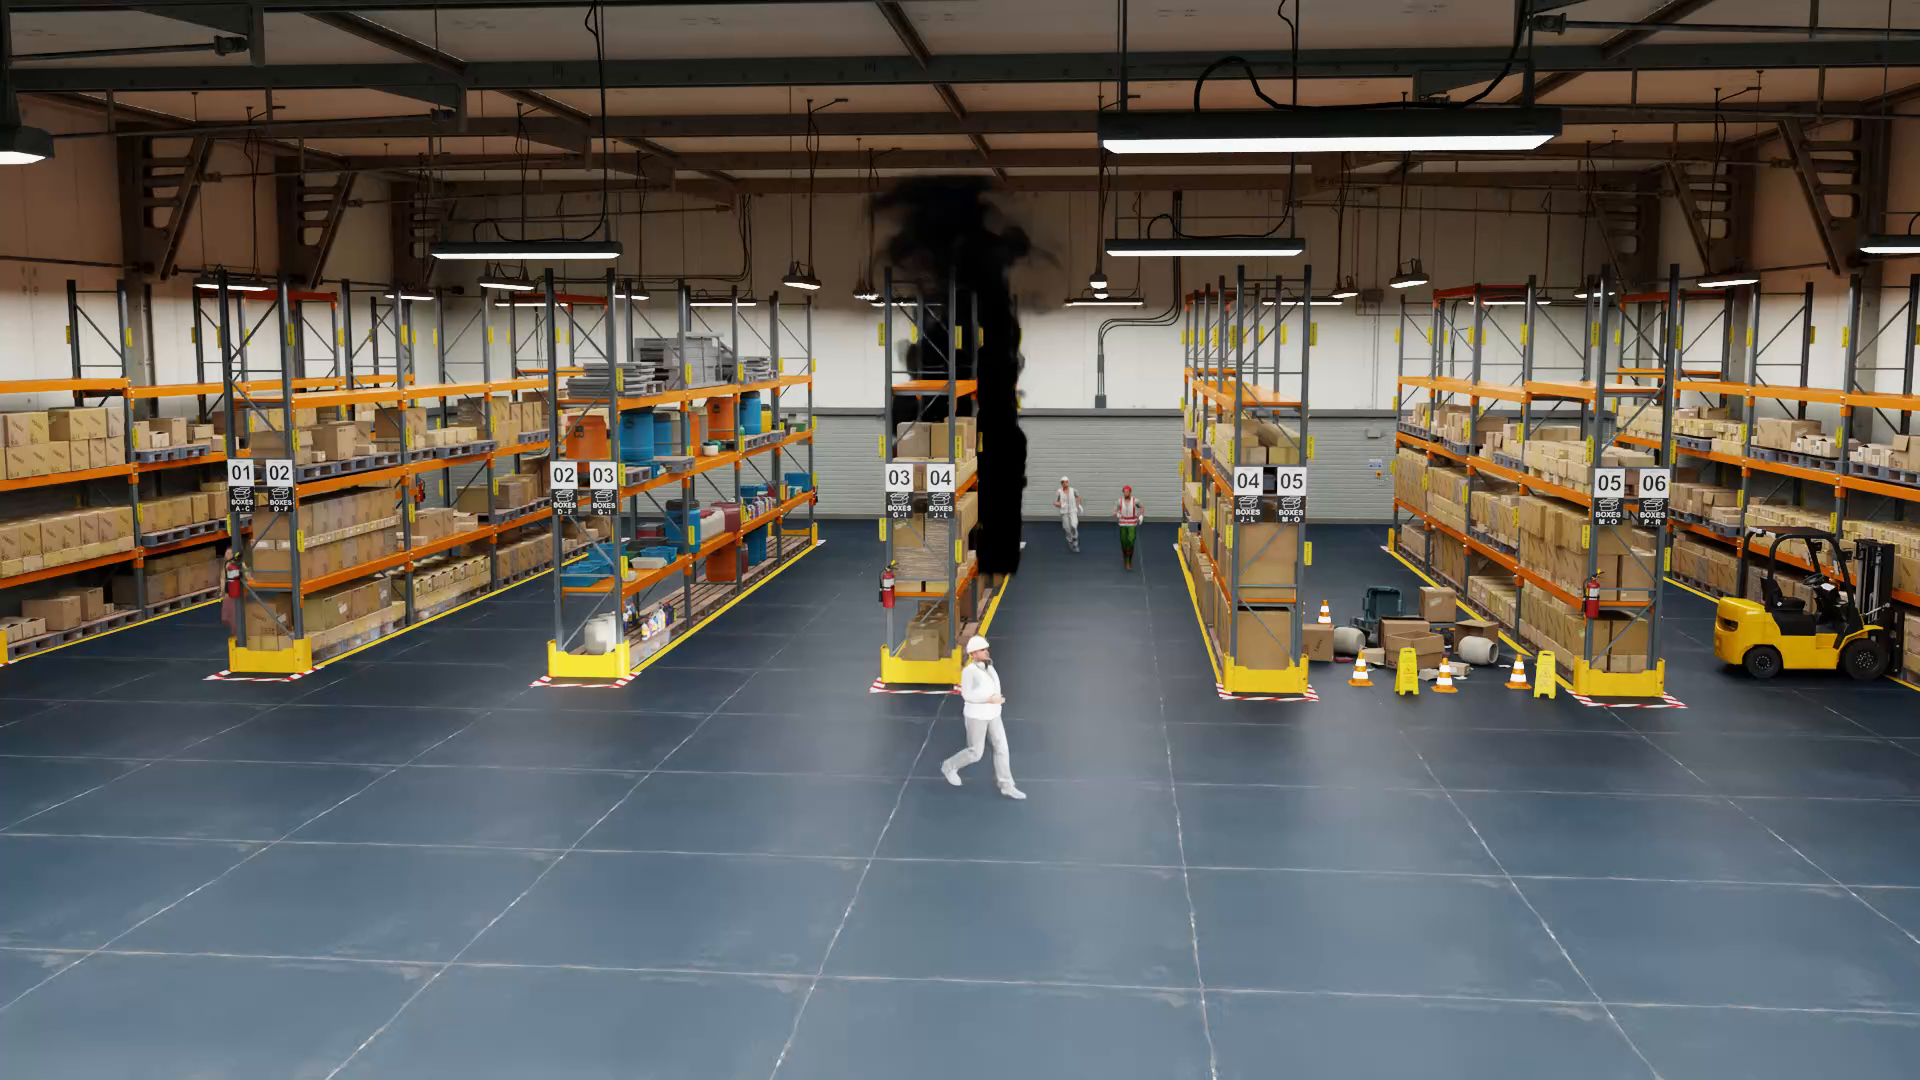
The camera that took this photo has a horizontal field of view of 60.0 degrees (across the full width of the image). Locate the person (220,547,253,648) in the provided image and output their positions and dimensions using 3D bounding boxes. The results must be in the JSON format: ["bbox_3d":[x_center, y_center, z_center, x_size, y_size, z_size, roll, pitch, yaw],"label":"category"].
[{"bbox_3d":[-11.780,0.932,27.043,0.552,1.620,0.585,1,7,7],"label":"person"}]

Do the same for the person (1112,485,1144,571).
[{"bbox_3d":[3.653,-0.282,36.271,0.662,1.824,0.871,2,7,14],"label":"person"}]

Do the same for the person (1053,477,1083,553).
[{"bbox_3d":[2.526,-0.608,38.942,0.697,1.764,0.675,0,7,2],"label":"person"}]

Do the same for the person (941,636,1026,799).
[{"bbox_3d":[0.270,1.920,18.155,0.988,1.755,0.671,5,8,34],"label":"person"}]
